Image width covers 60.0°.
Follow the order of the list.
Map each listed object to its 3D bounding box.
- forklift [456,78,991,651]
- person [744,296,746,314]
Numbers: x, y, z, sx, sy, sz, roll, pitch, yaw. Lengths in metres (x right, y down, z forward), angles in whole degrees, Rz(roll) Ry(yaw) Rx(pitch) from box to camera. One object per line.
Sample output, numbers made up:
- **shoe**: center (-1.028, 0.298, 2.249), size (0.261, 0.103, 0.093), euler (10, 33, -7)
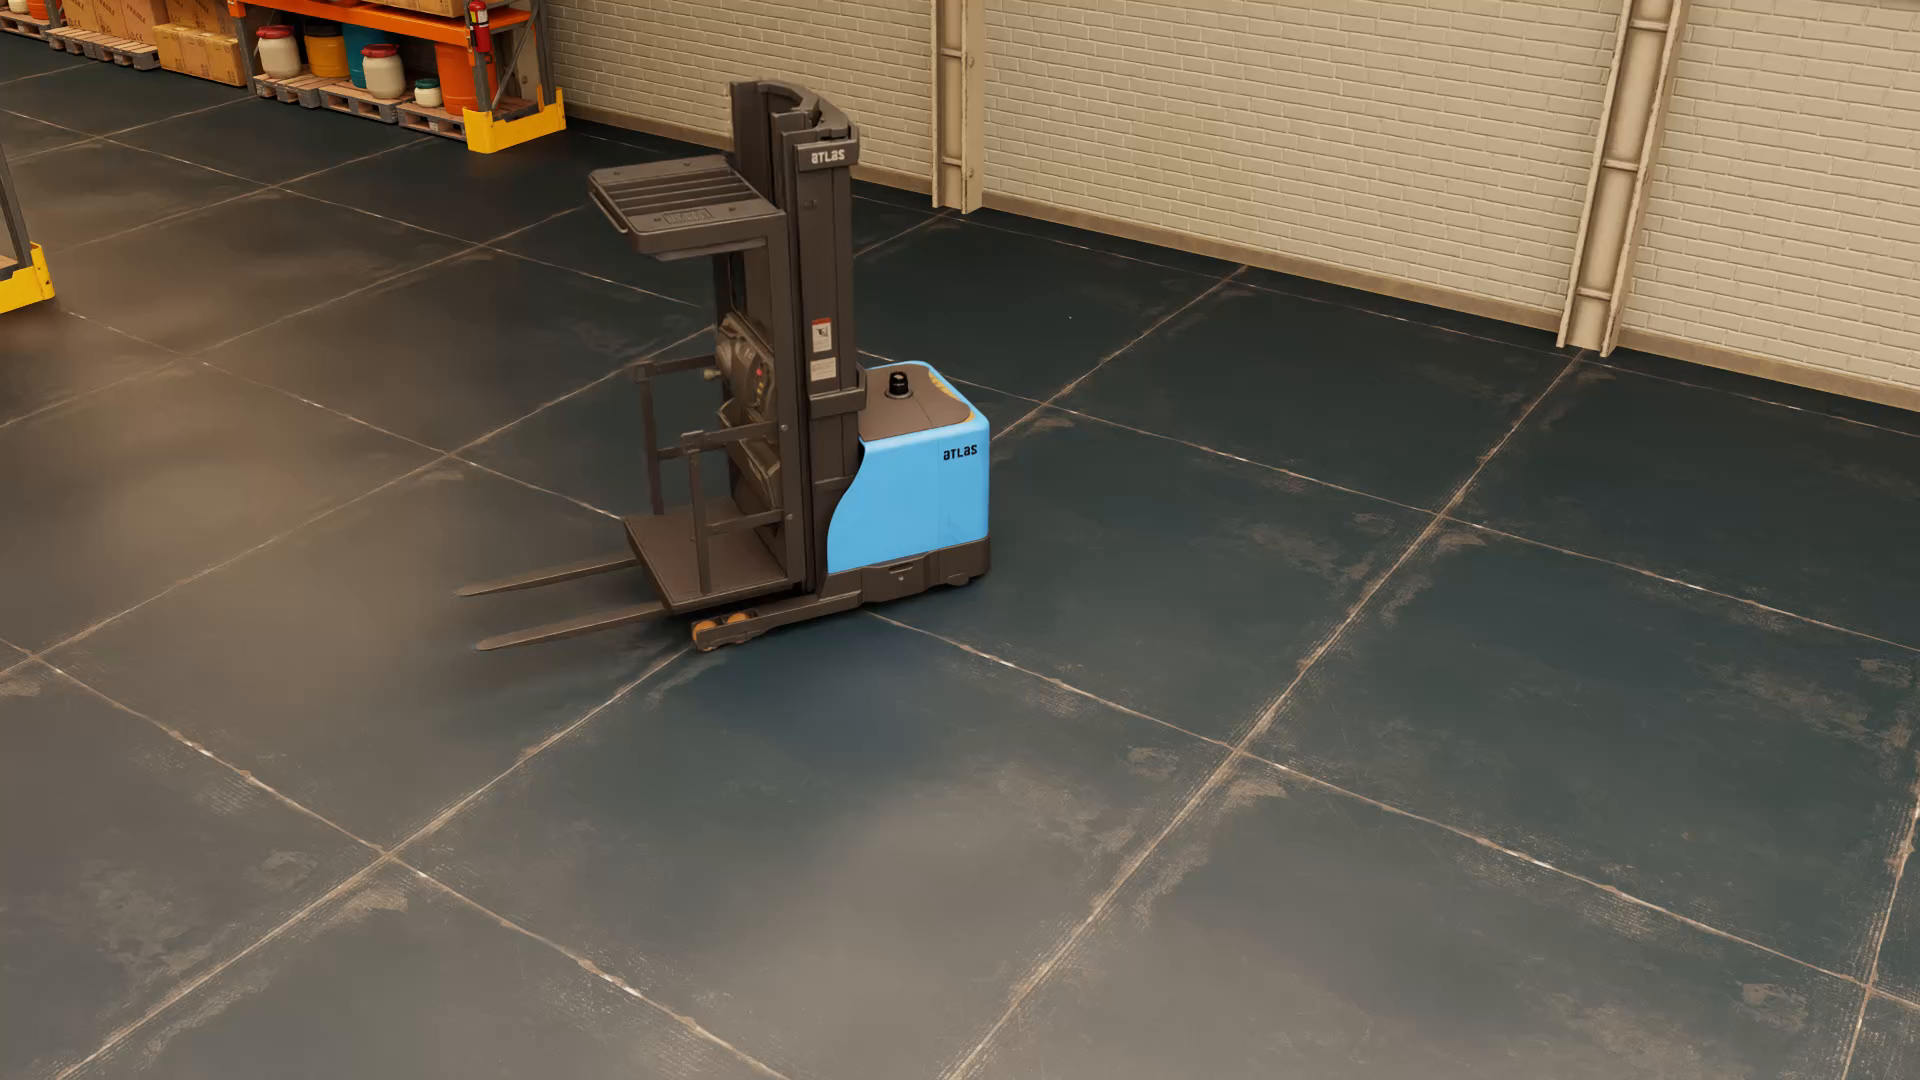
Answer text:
- **forklift**: center (-1.377, -0.943, 9.205), size (3.031, 2.935, 1.130), euler (-13, 33, -21)
- **person**: center (-1.123, -1.290, 11.274), size (0.683, 1.489, 0.722), euler (10, 32, 17)
